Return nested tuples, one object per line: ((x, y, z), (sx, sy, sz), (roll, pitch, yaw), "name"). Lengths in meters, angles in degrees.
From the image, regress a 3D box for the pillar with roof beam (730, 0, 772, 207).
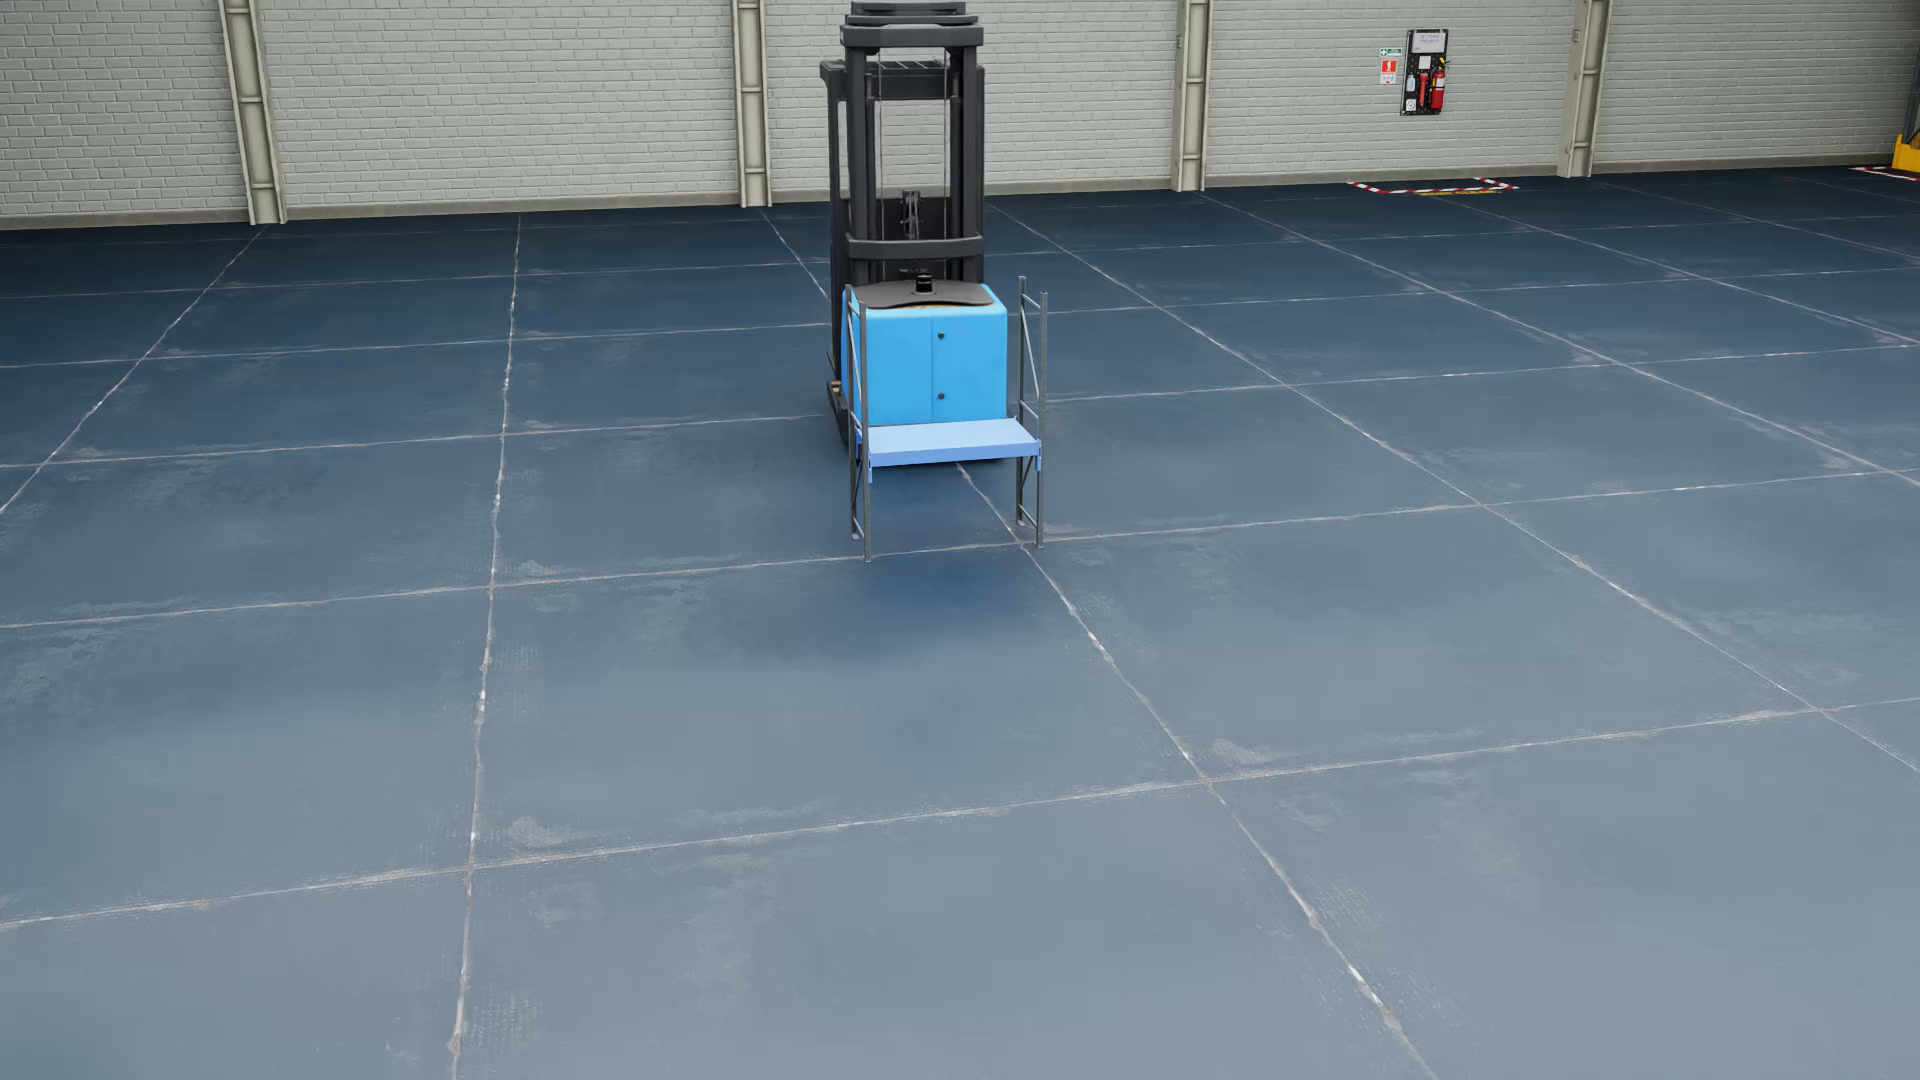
((-1.691, -7.179, 16.330), (0.400, 9.000, 9.100), (-5, 21, -12), "pillar with roof beam")

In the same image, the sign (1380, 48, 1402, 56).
((6.028, -6.824, 23.259), (0.331, 0.109, 0.001), (-5, 21, -12), "sign")

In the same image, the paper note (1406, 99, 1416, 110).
((6.395, -6.165, 23.565), (0.142, 0.148, 0.016), (-5, 21, -12), "paper note")

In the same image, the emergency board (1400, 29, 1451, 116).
((6.583, -6.570, 23.389), (0.643, 1.169, 0.194), (-5, 21, -12), "emergency board")

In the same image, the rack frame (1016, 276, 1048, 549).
((0.412, -0.738, 9.648), (0.032, 1.500, 0.500), (-5, 21, -12), "rack frame")

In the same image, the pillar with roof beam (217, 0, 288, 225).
((-7.530, -6.704, 15.033), (0.400, 9.000, 9.100), (-5, 21, -12), "pillar with roof beam")

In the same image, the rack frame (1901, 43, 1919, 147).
((14.354, -6.883, 24.243), (0.127, 3.000, 1.000), (-5, 21, -12), "rack frame")

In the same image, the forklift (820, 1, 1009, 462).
((-0.409, -2.363, 12.004), (1.130, 2.935, 3.031), (-3, 20, -8), "forklift")

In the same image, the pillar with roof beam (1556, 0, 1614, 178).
((9.987, -8.129, 18.923), (0.400, 9.000, 9.100), (-5, 21, -12), "pillar with roof beam")

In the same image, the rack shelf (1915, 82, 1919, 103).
((16.300, -6.703, 24.799), (4.000, 0.370, 1.077), (-5, 21, -12), "rack shelf")

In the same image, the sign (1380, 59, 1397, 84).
((6.021, -6.578, 23.358), (0.234, 0.329, 0.001), (-5, 21, -12), "sign")

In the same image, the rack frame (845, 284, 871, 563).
((-0.578, -0.657, 9.428), (0.032, 1.500, 0.500), (-5, 21, -12), "rack frame")

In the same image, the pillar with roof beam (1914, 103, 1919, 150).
((15.826, -8.604, 20.219), (0.400, 9.000, 9.100), (-5, 21, -12), "pillar with roof beam")

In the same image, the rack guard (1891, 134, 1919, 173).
((14.428, -5.715, 24.689), (0.348, 0.500, 1.175), (-5, 21, -12), "rack guard")

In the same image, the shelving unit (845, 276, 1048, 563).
((-0.083, -0.697, 9.538), (1.048, 1.500, 0.538), (-5, 21, -12), "shelving unit")

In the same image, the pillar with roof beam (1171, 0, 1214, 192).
((4.148, -7.654, 17.626), (0.400, 9.000, 9.100), (-5, 21, -12), "pillar with roof beam")

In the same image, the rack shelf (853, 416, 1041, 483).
((-0.083, -0.529, 9.600), (1.000, 0.185, 0.538), (-5, 21, -12), "rack shelf")
